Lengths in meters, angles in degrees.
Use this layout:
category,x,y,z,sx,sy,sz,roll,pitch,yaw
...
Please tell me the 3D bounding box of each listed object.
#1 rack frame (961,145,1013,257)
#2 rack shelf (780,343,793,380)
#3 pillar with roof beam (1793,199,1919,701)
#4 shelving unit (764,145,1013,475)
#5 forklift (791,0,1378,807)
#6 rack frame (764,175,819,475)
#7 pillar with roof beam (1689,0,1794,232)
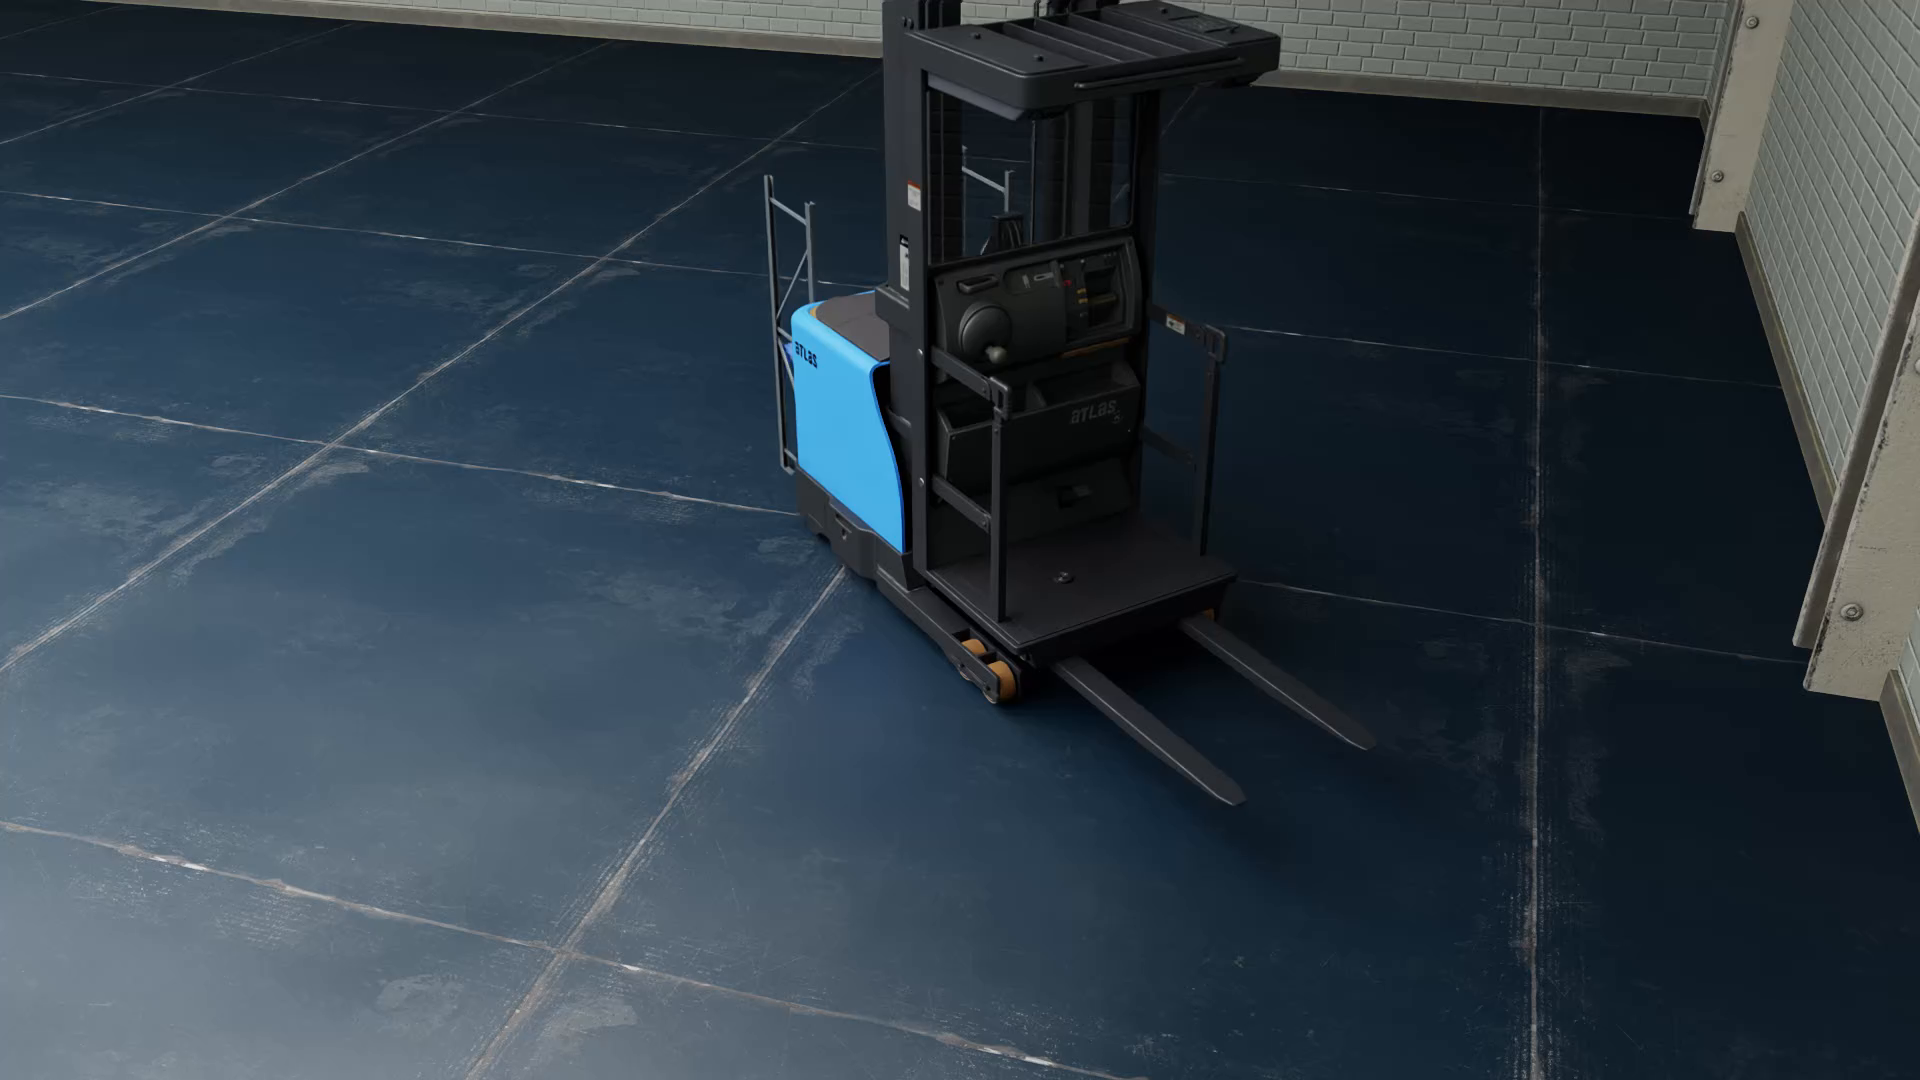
category,x,y,z,sx,sy,sz,roll,pitch,yaw
rack frame,0.115,-1.168,8.308,0.032,1.500,0.500,-15,32,-25
rack shelf,-0.329,-0.891,8.179,1.000,0.185,0.538,-15,32,-25
pillar with roof beam,-0.521,-4.016,5.712,9.100,9.000,0.400,8,30,15
shelving unit,-0.329,-1.048,8.091,1.048,1.500,0.538,-15,32,-25
forklift,0.429,-0.893,6.339,1.130,2.935,3.031,-17,33,-27
rack frame,-0.773,-0.928,7.875,0.032,1.500,0.500,-15,32,-25
pillar with roof beam,1.240,-6.804,10.725,9.100,9.000,0.400,8,30,15
